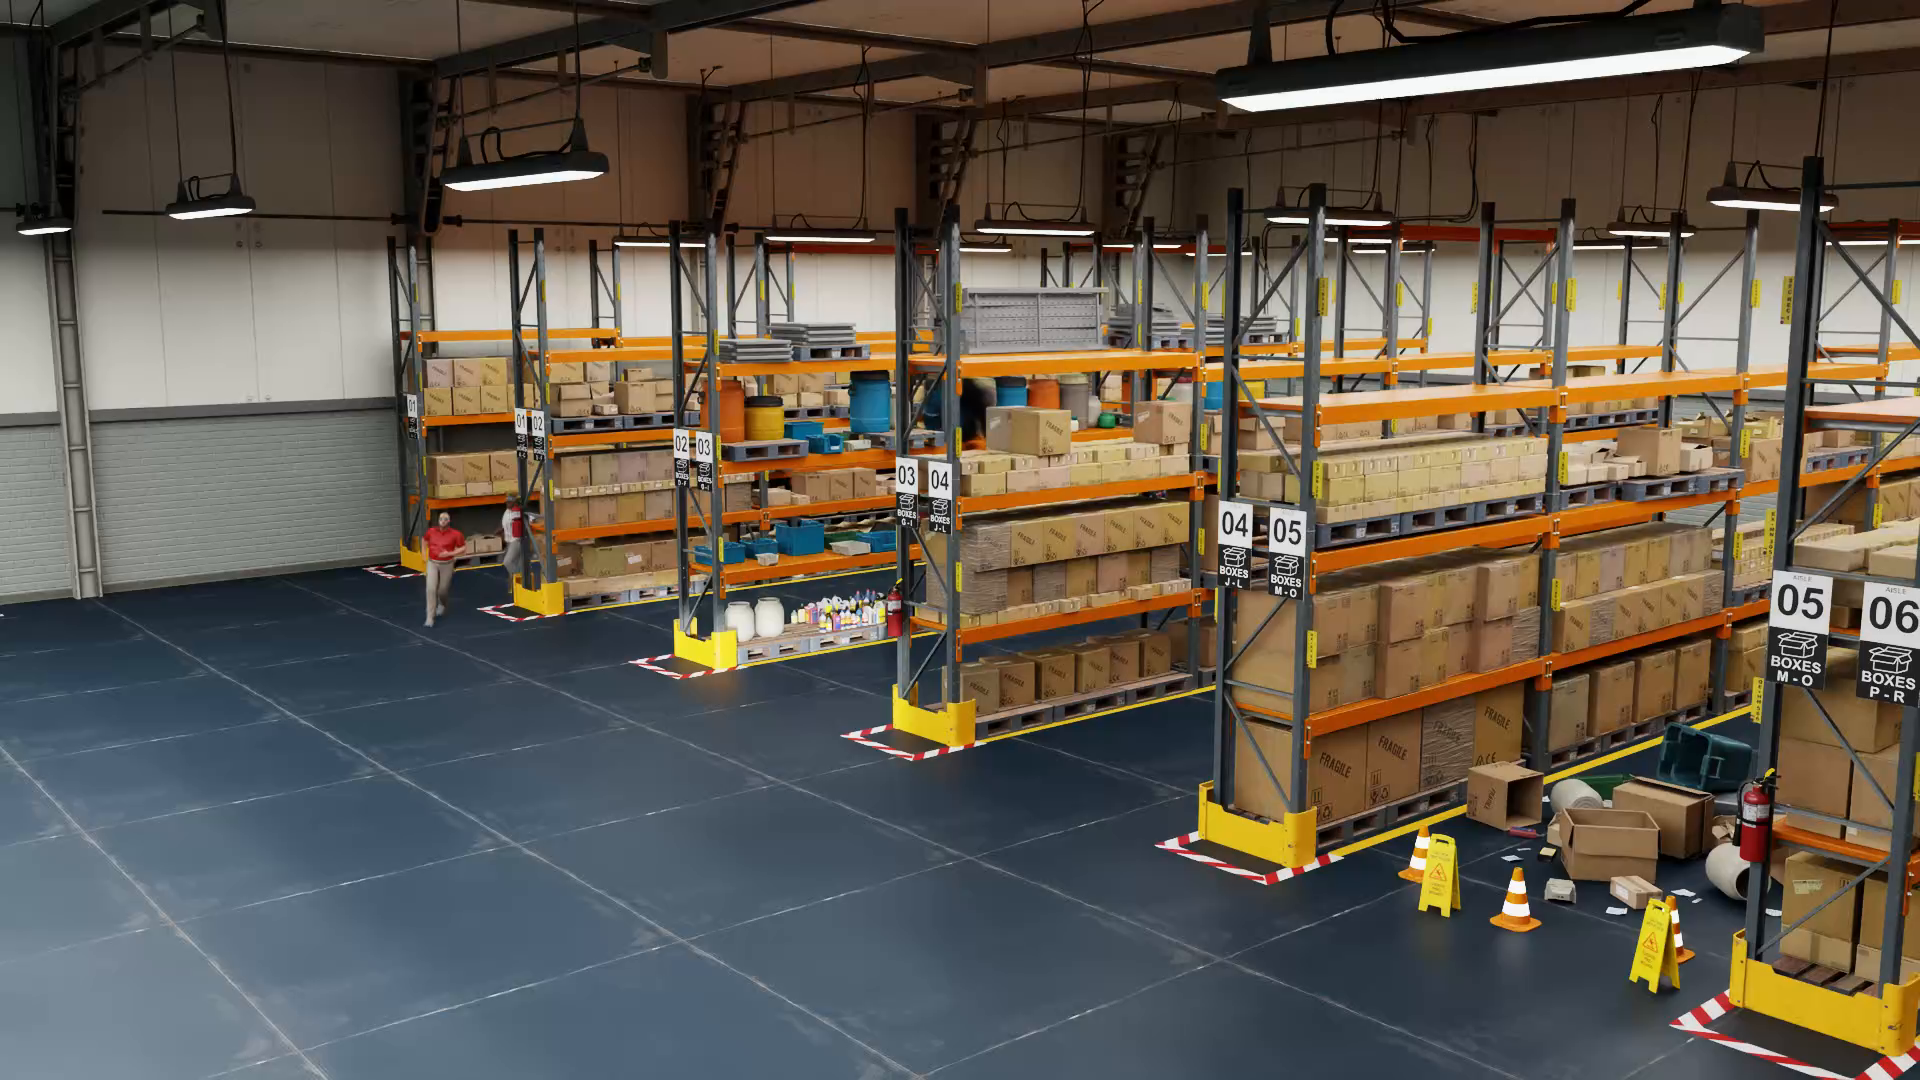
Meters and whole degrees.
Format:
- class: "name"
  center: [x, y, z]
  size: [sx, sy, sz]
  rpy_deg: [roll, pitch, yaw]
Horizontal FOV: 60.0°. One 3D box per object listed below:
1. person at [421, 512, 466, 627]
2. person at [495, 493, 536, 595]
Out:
- class: "person"
  center: [-7.946, 0.423, 25.614]
  size: [0.700, 1.714, 0.891]
  rpy_deg: [-1, 9, -6]
- class: "person"
  center: [-7.457, 0.070, 27.908]
  size: [0.598, 1.749, 0.703]
  rpy_deg: [8, 12, 41]
